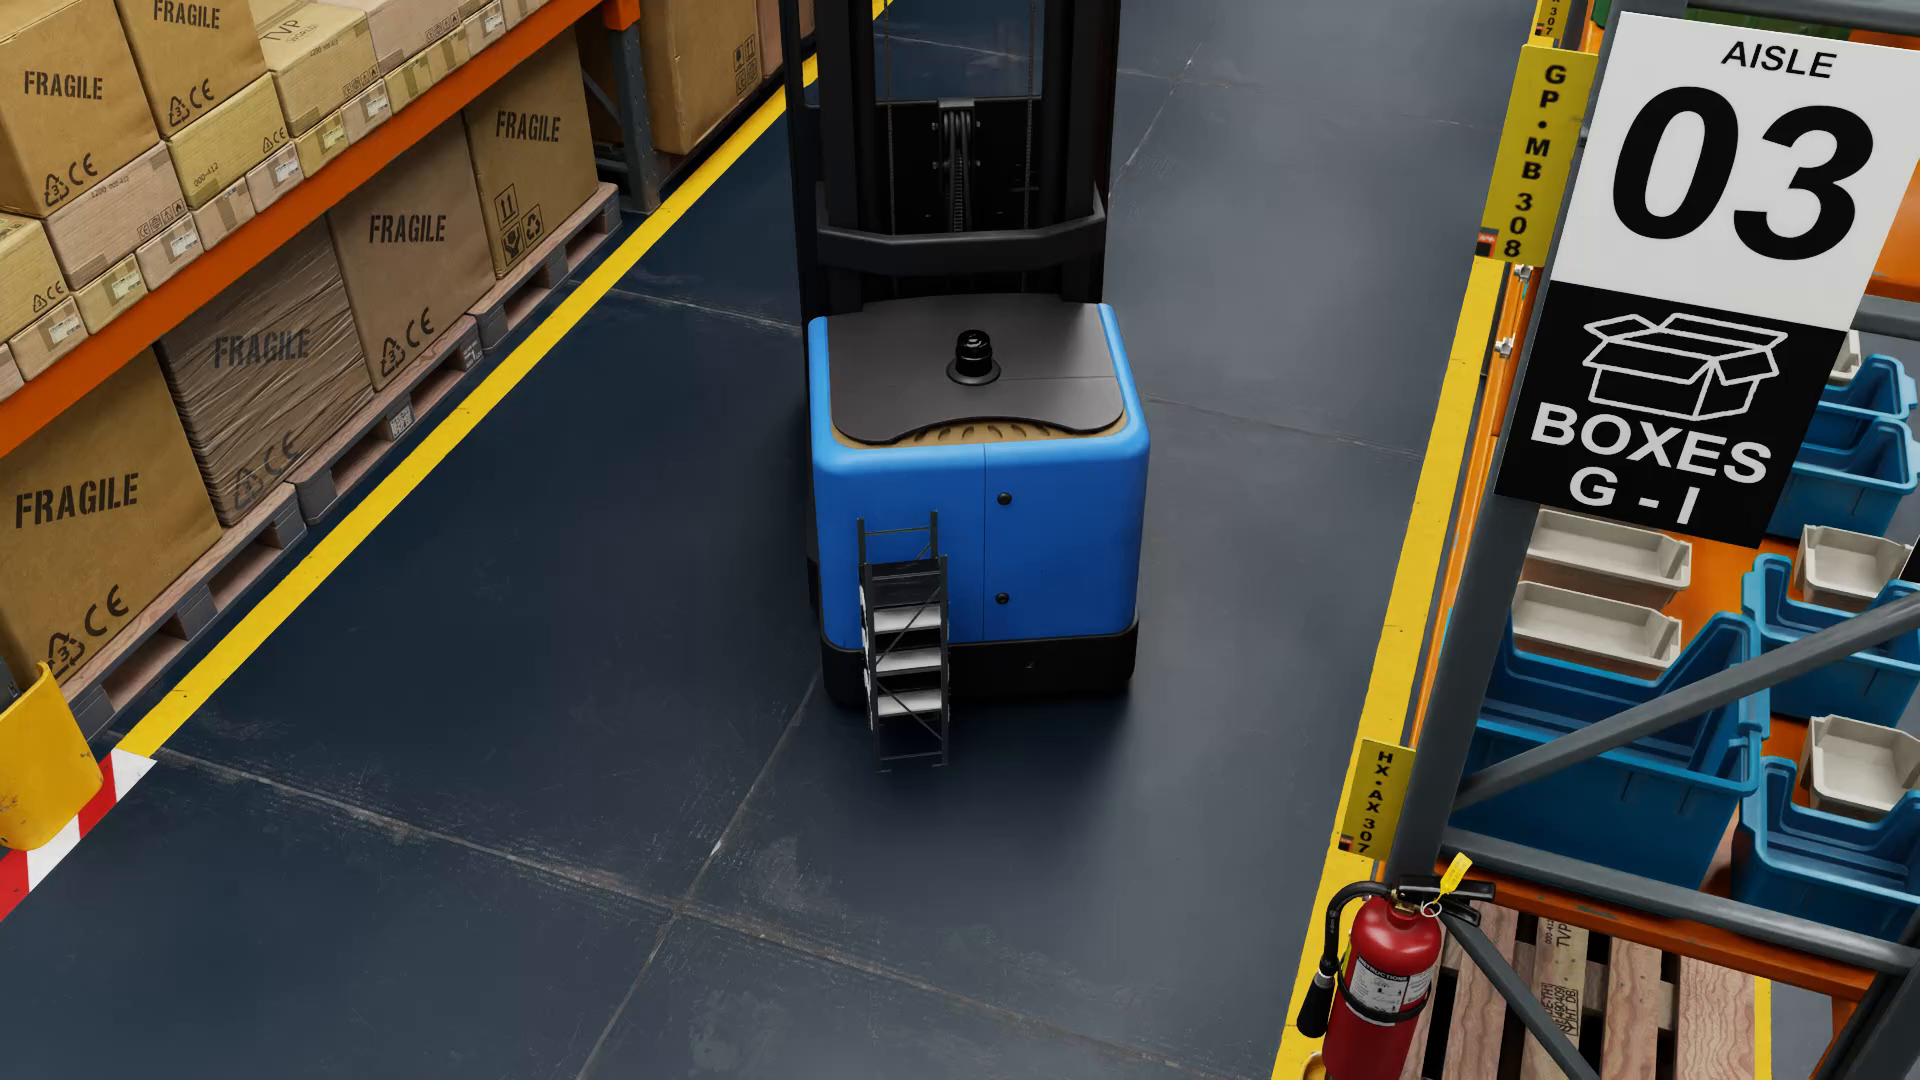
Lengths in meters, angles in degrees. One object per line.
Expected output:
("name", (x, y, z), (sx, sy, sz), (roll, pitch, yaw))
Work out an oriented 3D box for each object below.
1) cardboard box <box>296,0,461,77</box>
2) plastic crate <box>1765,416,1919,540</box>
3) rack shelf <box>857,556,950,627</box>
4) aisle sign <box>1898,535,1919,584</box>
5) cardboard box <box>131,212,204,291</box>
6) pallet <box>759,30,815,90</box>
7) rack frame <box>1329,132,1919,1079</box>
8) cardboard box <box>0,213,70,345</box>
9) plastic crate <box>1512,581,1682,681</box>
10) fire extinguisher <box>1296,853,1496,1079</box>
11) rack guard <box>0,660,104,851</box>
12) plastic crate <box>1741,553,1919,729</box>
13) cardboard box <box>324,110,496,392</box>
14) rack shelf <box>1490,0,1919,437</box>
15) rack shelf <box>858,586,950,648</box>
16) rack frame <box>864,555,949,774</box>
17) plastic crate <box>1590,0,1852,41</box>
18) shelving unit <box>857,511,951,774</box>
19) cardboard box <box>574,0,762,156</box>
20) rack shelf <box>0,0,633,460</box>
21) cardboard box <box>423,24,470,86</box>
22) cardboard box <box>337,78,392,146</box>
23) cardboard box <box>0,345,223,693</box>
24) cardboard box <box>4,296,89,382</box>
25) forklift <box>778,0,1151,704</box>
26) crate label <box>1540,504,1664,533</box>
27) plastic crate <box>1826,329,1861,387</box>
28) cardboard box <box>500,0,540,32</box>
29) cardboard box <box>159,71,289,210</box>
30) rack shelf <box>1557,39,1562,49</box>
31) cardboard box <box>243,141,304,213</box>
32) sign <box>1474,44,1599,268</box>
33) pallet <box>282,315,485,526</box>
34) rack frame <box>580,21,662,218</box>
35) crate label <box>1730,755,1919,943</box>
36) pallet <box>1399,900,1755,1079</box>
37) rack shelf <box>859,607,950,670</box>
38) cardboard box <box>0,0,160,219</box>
("cardboard box", (-2.213, -1.959, 6.122), (0.500, 0.250, 0.500), (14, 42, 16))
("plastic crate", (2.171, -0.159, 4.208), (0.416, 0.233, 0.300), (13, 42, 15))
("rack shelf", (-0.172, 0.153, 5.013), (0.258, 0.077, 0.200), (-6, 41, -7))
("aisle sign", (1.582, -0.198, 2.169), (0.394, 0.787, 0.004), (13, 42, 15))
("cardboard box", (-2.634, -0.939, 5.233), (0.380, 0.149, 0.250), (13, 42, 14))
("pallet", (-1.351, -3.031, 9.640), (1.003, 0.211, 1.213), (13, 42, 15))
("rack frame", (1.327, 0.681, 3.141), (1.000, 3.000, 0.127), (13, 42, 15))
("cardboard box", (-2.909, -0.707, 4.655), (0.500, 0.250, 0.500), (12, 42, 14))
("plastic crate", (1.436, 0.221, 3.837), (0.396, 0.136, 0.243), (13, 42, 15))
("fire extinguisher", (0.849, 0.843, 3.298), (0.296, 0.674, 0.183), (13, 42, 15))
("rack guard", (-3.335, 0.547, 5.224), (1.175, 0.500, 0.348), (13, 42, 15))
("plastic crate", (1.946, 0.243, 3.737), (0.416, 0.233, 0.300), (13, 42, 15))
("cardboard box", (-2.568, -1.276, 6.748), (0.875, 0.875, 0.875), (13, 42, 15))
("rack shelf", (2.011, -1.407, 3.831), (1.077, 0.370, 4.000), (13, 42, 15))
("rack shelf", (-0.172, 0.221, 5.071), (0.258, 0.077, 0.200), (-6, 41, -7))
("rack frame", (-0.156, 0.398, 5.090), (0.240, 0.900, 0.006), (-6, 41, -7))
("plastic crate", (1.396, -1.045, 3.016), (0.450, 0.188, 0.336), (13, 42, 15))
("shelving unit", (-0.172, 0.333, 5.166), (0.258, 0.900, 0.210), (-6, 41, -7))
("cardboard box", (-1.759, -2.604, 8.305), (1.225, 0.875, 0.875), (13, 42, 15))
("rack shelf", (-2.643, -1.365, 6.093), (1.077, 0.370, 4.000), (13, 42, 15))
("cardboard box", (-2.107, -1.876, 6.332), (0.380, 0.149, 0.250), (14, 42, 16))
("cardboard box", (-2.283, -1.565, 5.967), (0.380, 0.149, 0.250), (14, 42, 16))
("cardboard box", (-3.183, -0.178, 5.461), (0.875, 0.875, 0.875), (13, 42, 15))
("cardboard box", (-2.809, -0.623, 4.863), (0.380, 0.149, 0.250), (13, 42, 14))
("forklift", (-0.054, -1.521, 5.774), (1.130, 2.935, 3.031), (-3, 41, -4))
("crate label", (1.621, -0.128, 4.246), (0.396, 0.136, 0.243), (13, 42, 15))
("plastic crate", (2.382, -0.553, 4.744), (0.293, 0.136, 0.466), (13, 42, 15))
("cardboard box", (-1.931, -2.190, 6.700), (0.380, 0.149, 0.250), (13, 42, 14))
("cardboard box", (-2.562, -1.332, 5.386), (0.500, 0.250, 0.500), (12, 42, 14))
("rack shelf", (3.379, -2.705, 7.664), (1.077, 0.370, 4.000), (13, 42, 15))
("cardboard box", (-2.458, -1.251, 5.599), (0.380, 0.149, 0.250), (13, 42, 15))
("sign", (0.805, -0.533, 2.333), (0.100, 0.325, 0.005), (13, 42, 15))
("pallet", (-2.708, -0.604, 6.796), (1.003, 0.211, 1.213), (13, 42, 15))
("rack frame", (-1.959, -2.858, 7.289), (1.000, 3.000, 0.127), (13, 42, 15))
("crate label", (1.721, 0.644, 3.267), (0.416, 0.233, 0.303), (13, 42, 15))
("pallet", (1.646, 1.247, 4.626), (1.003, 0.211, 1.213), (13, 42, 15))
("rack shelf", (-0.172, 0.290, 5.130), (0.258, 0.077, 0.200), (-6, 41, -7))
("cardboard box", (-2.738, -1.298, 4.769), (0.500, 0.500, 0.500), (12, 42, 14))
